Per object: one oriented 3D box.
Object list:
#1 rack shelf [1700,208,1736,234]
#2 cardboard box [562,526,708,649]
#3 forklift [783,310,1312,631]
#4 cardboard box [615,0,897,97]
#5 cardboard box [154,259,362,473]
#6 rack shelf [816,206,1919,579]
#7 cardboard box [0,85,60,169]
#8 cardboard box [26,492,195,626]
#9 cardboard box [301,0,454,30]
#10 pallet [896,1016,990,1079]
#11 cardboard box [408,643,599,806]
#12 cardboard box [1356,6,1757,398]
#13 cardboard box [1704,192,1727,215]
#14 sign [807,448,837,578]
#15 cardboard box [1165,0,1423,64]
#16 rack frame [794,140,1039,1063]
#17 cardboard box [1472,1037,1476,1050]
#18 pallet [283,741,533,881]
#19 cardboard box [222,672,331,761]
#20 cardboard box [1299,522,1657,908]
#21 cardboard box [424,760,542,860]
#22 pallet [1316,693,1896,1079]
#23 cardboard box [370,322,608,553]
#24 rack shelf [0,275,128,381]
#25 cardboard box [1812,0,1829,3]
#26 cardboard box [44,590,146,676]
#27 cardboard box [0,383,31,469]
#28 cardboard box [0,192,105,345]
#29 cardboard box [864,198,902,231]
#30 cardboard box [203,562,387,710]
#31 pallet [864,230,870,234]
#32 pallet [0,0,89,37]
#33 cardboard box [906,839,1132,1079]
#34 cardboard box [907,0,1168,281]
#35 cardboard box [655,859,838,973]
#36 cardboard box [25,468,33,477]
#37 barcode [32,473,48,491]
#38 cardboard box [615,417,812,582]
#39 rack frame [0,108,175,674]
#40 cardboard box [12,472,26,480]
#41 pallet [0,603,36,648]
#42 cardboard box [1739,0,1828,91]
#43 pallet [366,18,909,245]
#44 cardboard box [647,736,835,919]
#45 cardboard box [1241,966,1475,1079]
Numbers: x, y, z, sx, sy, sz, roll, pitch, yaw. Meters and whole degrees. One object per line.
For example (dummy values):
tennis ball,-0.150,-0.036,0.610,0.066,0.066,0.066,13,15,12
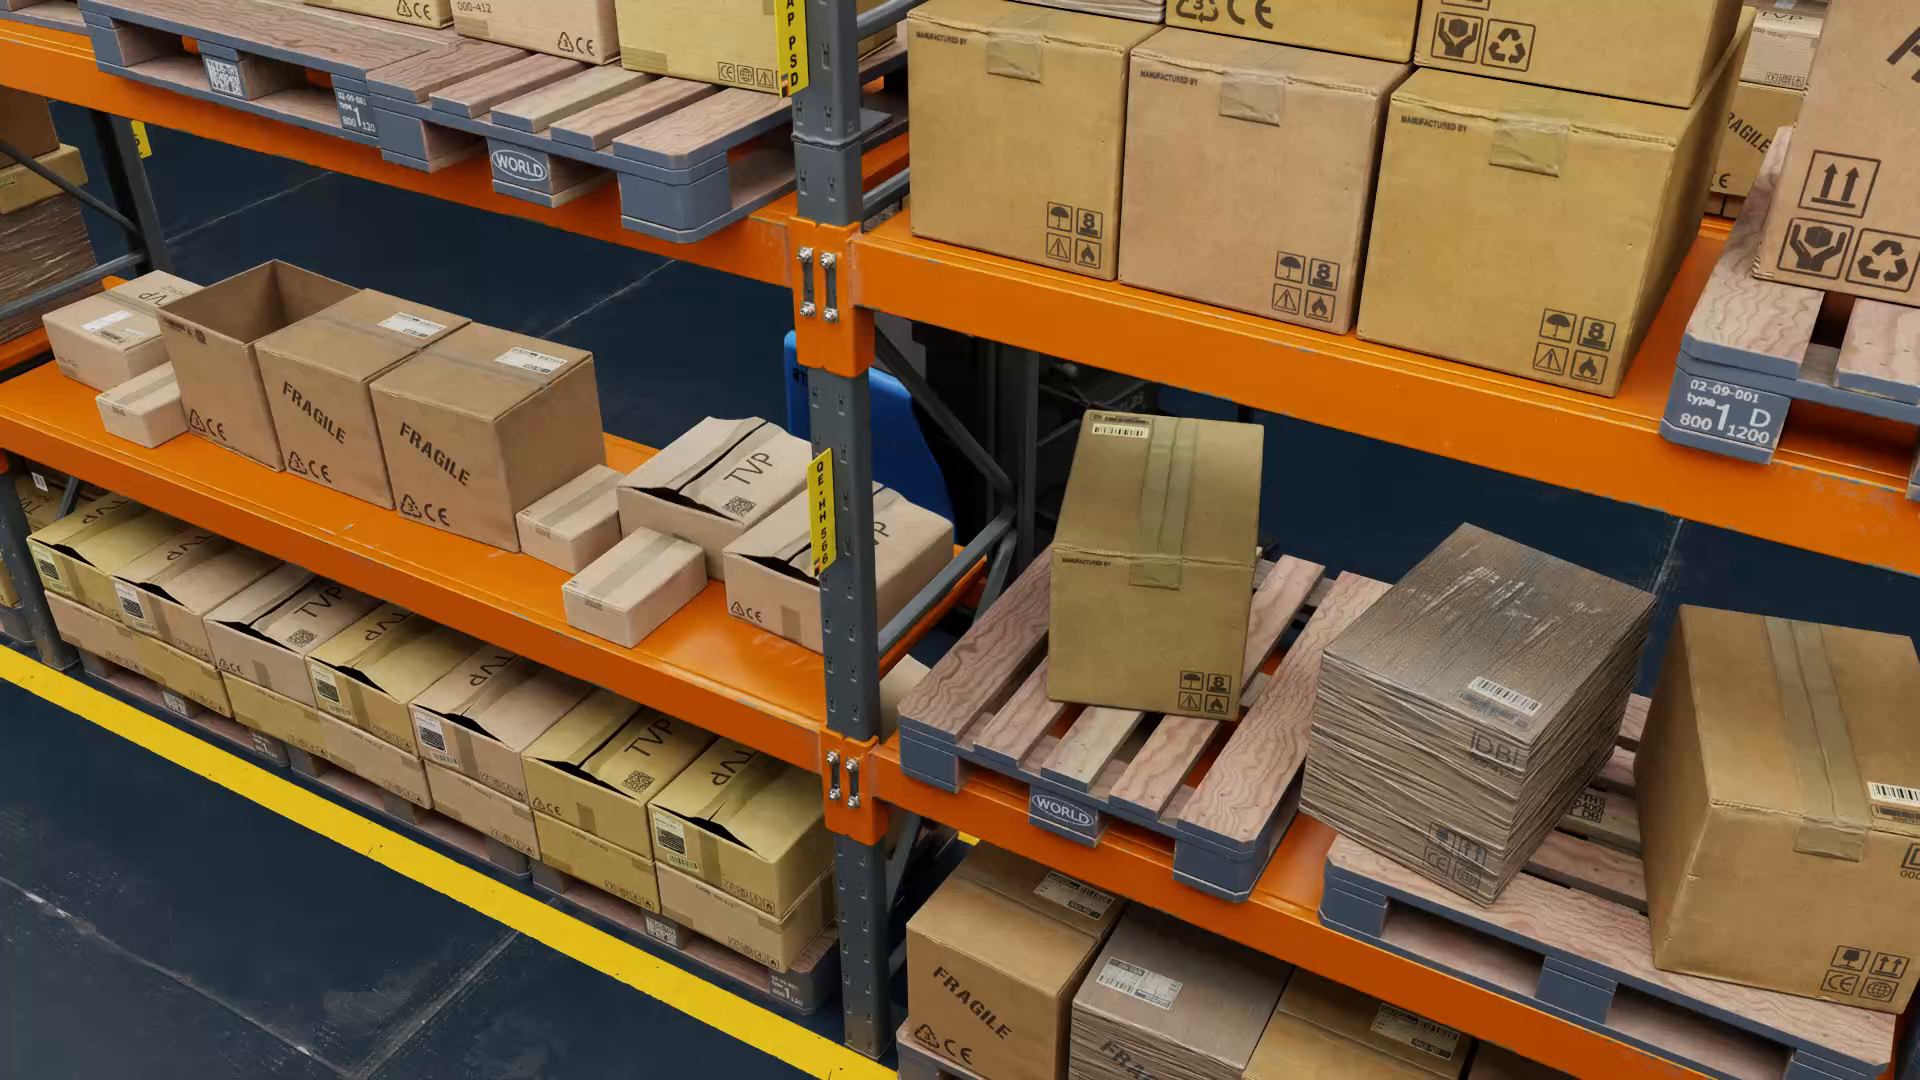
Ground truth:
rack shelf,4.124,-1.386,7.774,4.000,0.370,1.077,18,37,24
cardboard box,-0.985,0.139,5.061,0.250,0.149,0.380,18,37,24
forklift,0.658,-0.875,6.419,3.031,2.935,1.130,26,42,34
cardboard box,-0.489,-1.309,4.060,0.500,0.250,0.500,15,36,21
cardboard box,-2.424,-0.628,5.897,0.500,0.500,0.500,20,39,28
rack shelf,1.669,-0.250,3.362,4.000,0.370,1.077,18,37,24
cardboard box,-3.929,-1.651,6.263,0.500,0.500,0.700,18,38,25
cardboard box,-3.305,0.019,6.611,0.500,0.311,0.500,18,38,25
cardboard box,-1.444,-1.608,4.508,0.500,0.250,0.500,17,37,23
pallet,0.562,1.533,5.257,1.213,0.211,1.003,18,37,24
cardboard box,-1.536,0.580,5.769,0.500,0.311,0.500,17,37,24
cardboard box,1.222,-0.754,3.379,0.500,0.500,0.910,18,37,24
cardboard box,3.471,-1.673,7.765,0.250,0.149,0.380,18,38,25
sign,-0.340,-0.065,4.096,0.005,0.325,0.100,18,37,24
cardboard box,0.751,-1.294,3.288,0.500,0.500,0.500,18,37,24
rack frame,-0.067,0.149,4.820,0.127,3.000,1.000,18,37,24
cardboard box,1.310,1.293,4.960,0.500,0.500,0.500,16,37,23
pallet,-1.818,0.729,6.465,1.213,0.211,1.003,18,37,24
cardboard box,-2.419,0.531,6.348,0.500,0.250,0.500,16,37,23
cardboard box,1.235,0.395,3.981,0.500,0.500,0.700,25,41,33
cardboard box,-1.530,0.812,5.926,0.500,0.250,0.500,18,38,25
pallet,1.623,0.762,4.073,1.213,0.211,1.003,18,37,24
cardboard box,-1.532,-0.346,5.473,0.500,0.500,0.500,16,37,22
rack shelf,-5.277,-1.201,7.497,4.000,0.370,1.077,18,37,24
cardboard box,3.801,-2.435,7.647,0.500,0.250,0.500,17,37,23
cardboard box,-3.313,0.249,6.772,0.500,0.250,0.500,17,37,23
cardboard box,-4.226,-0.705,7.528,0.500,0.500,0.500,18,37,24
cardboard box,-3.929,-1.111,6.622,0.500,0.500,0.700,17,37,23
cardboard box,-0.438,-2.284,10.332,0.500,0.500,0.700,19,38,26
cardboard box,-2.423,0.301,6.188,0.500,0.311,0.500,16,37,23
pallet,-0.409,-1.962,10.505,1.213,0.211,1.003,18,37,24
pallet,-2.768,-1.883,5.338,1.217,0.209,0.805,16,37,23
cardboard box,0.186,1.269,4.996,0.500,0.500,0.500,19,38,26
cardboard box,0.328,-1.037,3.805,0.500,0.500,0.910,18,37,24
cardboard box,-0.645,1.092,5.506,0.500,0.250,0.500,19,38,25
cardboard box,-4.224,-0.394,7.738,0.500,0.250,0.500,18,37,24
barcode,-3.525,-0.223,6.370,0.075,0.075,0.001,18,37,24
cardboard box,-0.748,-0.153,5.354,0.500,0.311,0.500,17,37,24
rack frame,-3.540,-0.951,6.471,0.127,3.000,1.000,18,37,24
cardboard box,-4.481,-0.146,7.364,0.500,0.250,0.500,18,37,24
pallet,-4.210,-0.029,7.603,1.213,0.211,1.003,18,37,24
cardboard box,3.557,-2.189,7.278,0.500,0.250,0.500,18,38,25
pallet,-0.701,-1.164,4.256,1.003,0.211,1.213,19,38,27
cardboard box,-0.644,0.860,5.348,0.500,0.311,0.500,19,38,26
cardboard box,1.076,1.551,4.573,0.500,0.500,0.500,17,37,24
